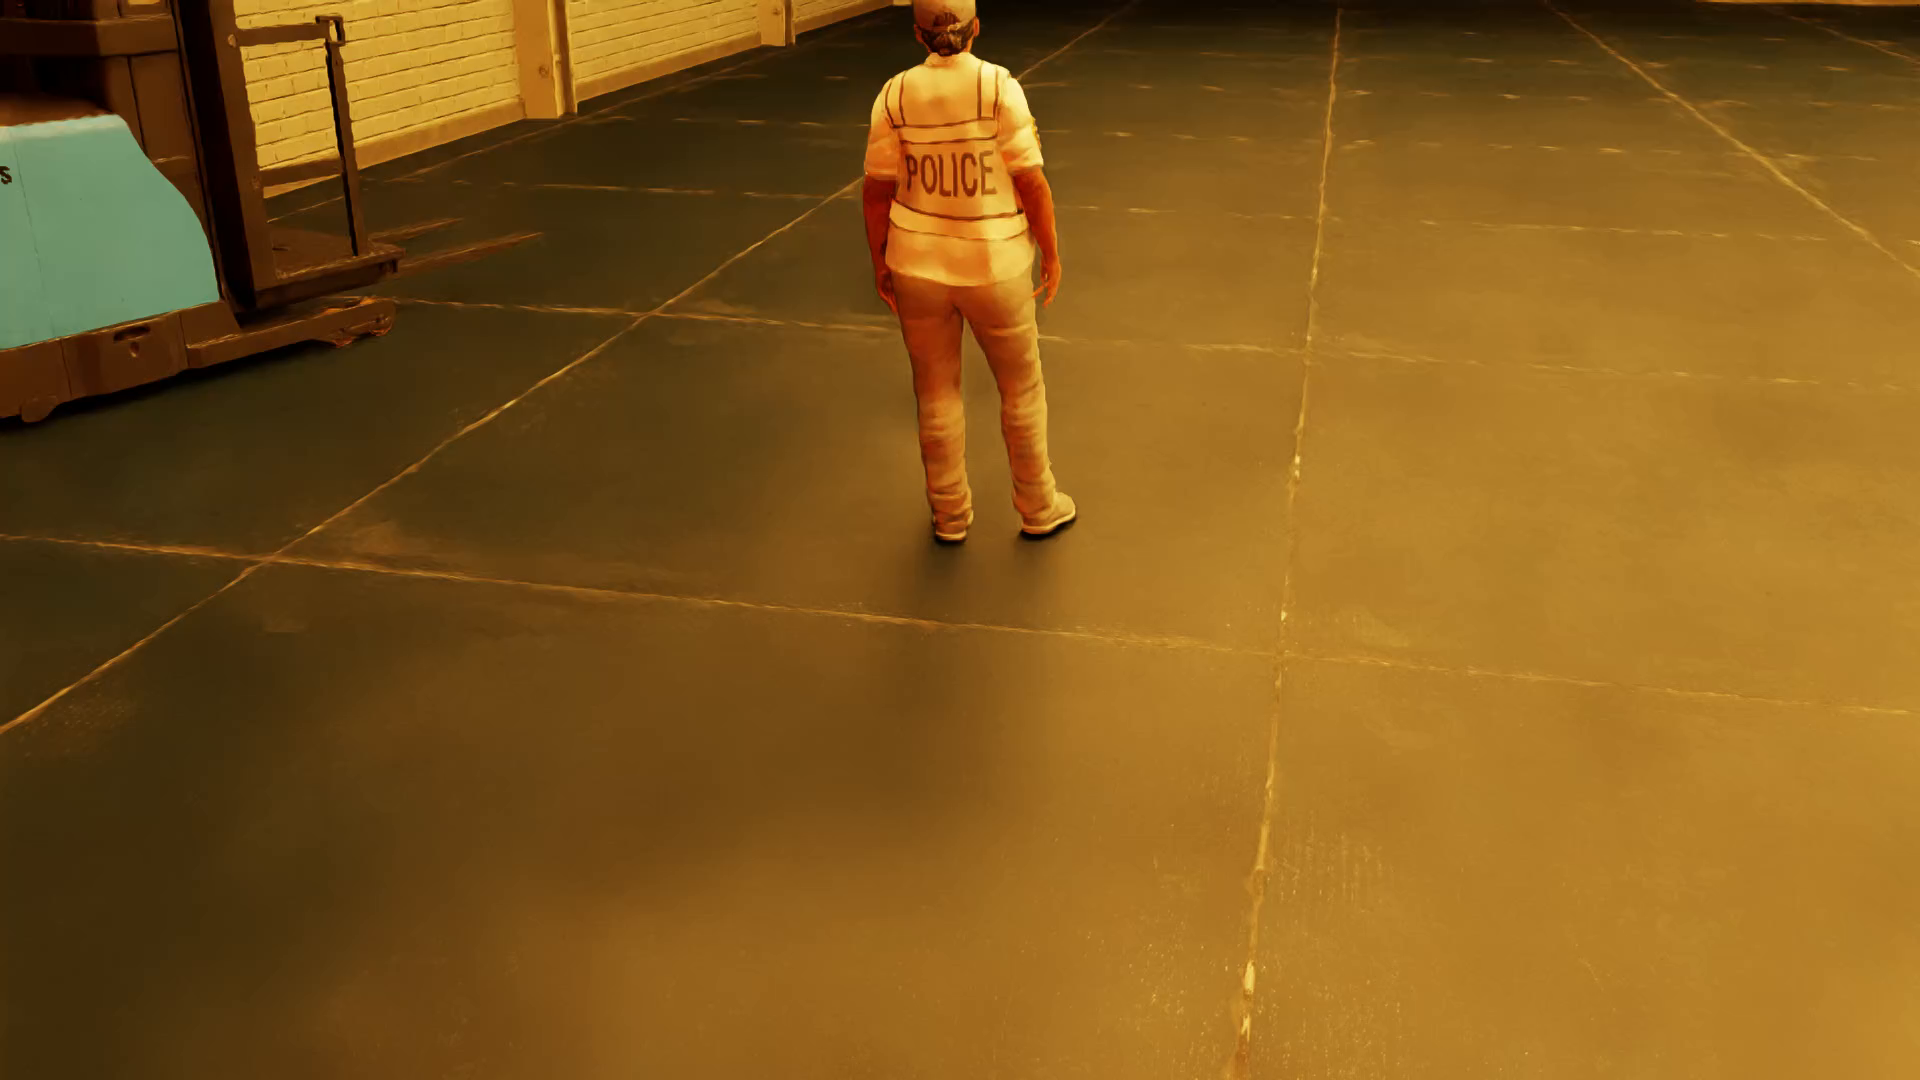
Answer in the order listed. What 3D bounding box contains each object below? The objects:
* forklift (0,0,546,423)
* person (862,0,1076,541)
[{"bbox_3d":[-3.168,-2.283,6.866,1.130,2.935,3.031,13,26,30],"label":"forklift"},{"bbox_3d":[0.039,-0.805,4.896,0.598,1.669,0.529,5,23,11],"label":"person"}]
